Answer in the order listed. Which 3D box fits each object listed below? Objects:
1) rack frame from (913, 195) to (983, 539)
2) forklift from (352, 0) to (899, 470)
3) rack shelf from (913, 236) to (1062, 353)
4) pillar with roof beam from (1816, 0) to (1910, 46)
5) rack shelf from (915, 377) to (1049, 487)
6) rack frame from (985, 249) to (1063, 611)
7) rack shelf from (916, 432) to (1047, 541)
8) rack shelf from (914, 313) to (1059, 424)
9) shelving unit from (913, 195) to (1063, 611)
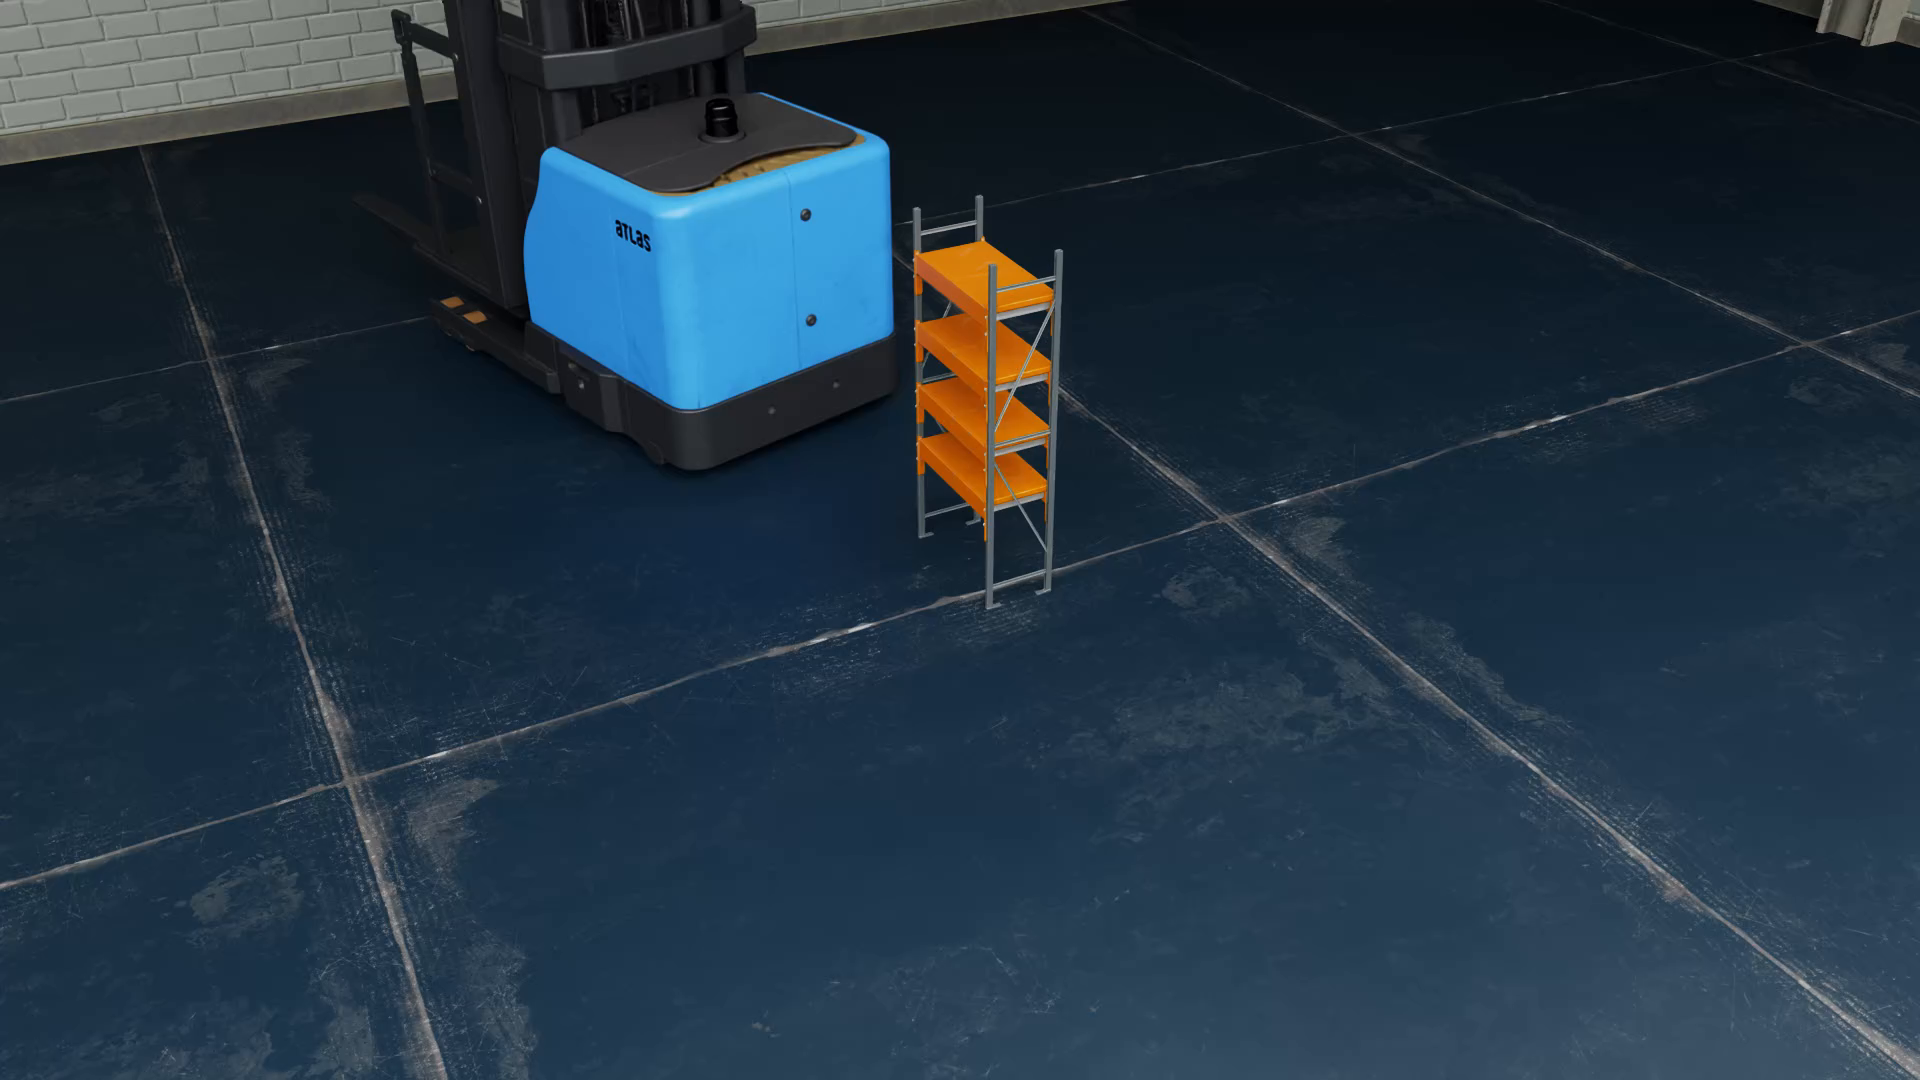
[{"bbox_3d":[-0.037,-0.543,5.485,0.240,1.200,0.015,-16,36,-23],"label":"rack frame"},{"bbox_3d":[-1.608,-2.193,6.456,1.130,2.935,3.031,-26,41,-35],"label":"forklift"},{"bbox_3d":[0.077,-0.757,5.091,0.258,0.148,0.480,-16,36,-23],"label":"rack shelf"},{"bbox_3d":[2.078,-6.017,6.801,9.100,9.000,0.400,-16,36,-23],"label":"pillar with roof beam"},{"bbox_3d":[0.077,-0.370,5.339,0.258,0.148,0.480,-16,36,-23],"label":"rack shelf"},{"bbox_3d":[0.191,-0.310,5.121,0.240,1.200,0.015,-16,36,-23],"label":"rack frame"},{"bbox_3d":[0.077,-0.202,5.446,0.258,0.148,0.480,-16,36,-23],"label":"rack shelf"},{"bbox_3d":[0.077,-0.558,5.219,0.258,0.148,0.480,-16,36,-23],"label":"rack shelf"},{"bbox_3d":[0.077,-0.426,5.303,0.258,1.200,0.503,-16,36,-23],"label":"shelving unit"}]
